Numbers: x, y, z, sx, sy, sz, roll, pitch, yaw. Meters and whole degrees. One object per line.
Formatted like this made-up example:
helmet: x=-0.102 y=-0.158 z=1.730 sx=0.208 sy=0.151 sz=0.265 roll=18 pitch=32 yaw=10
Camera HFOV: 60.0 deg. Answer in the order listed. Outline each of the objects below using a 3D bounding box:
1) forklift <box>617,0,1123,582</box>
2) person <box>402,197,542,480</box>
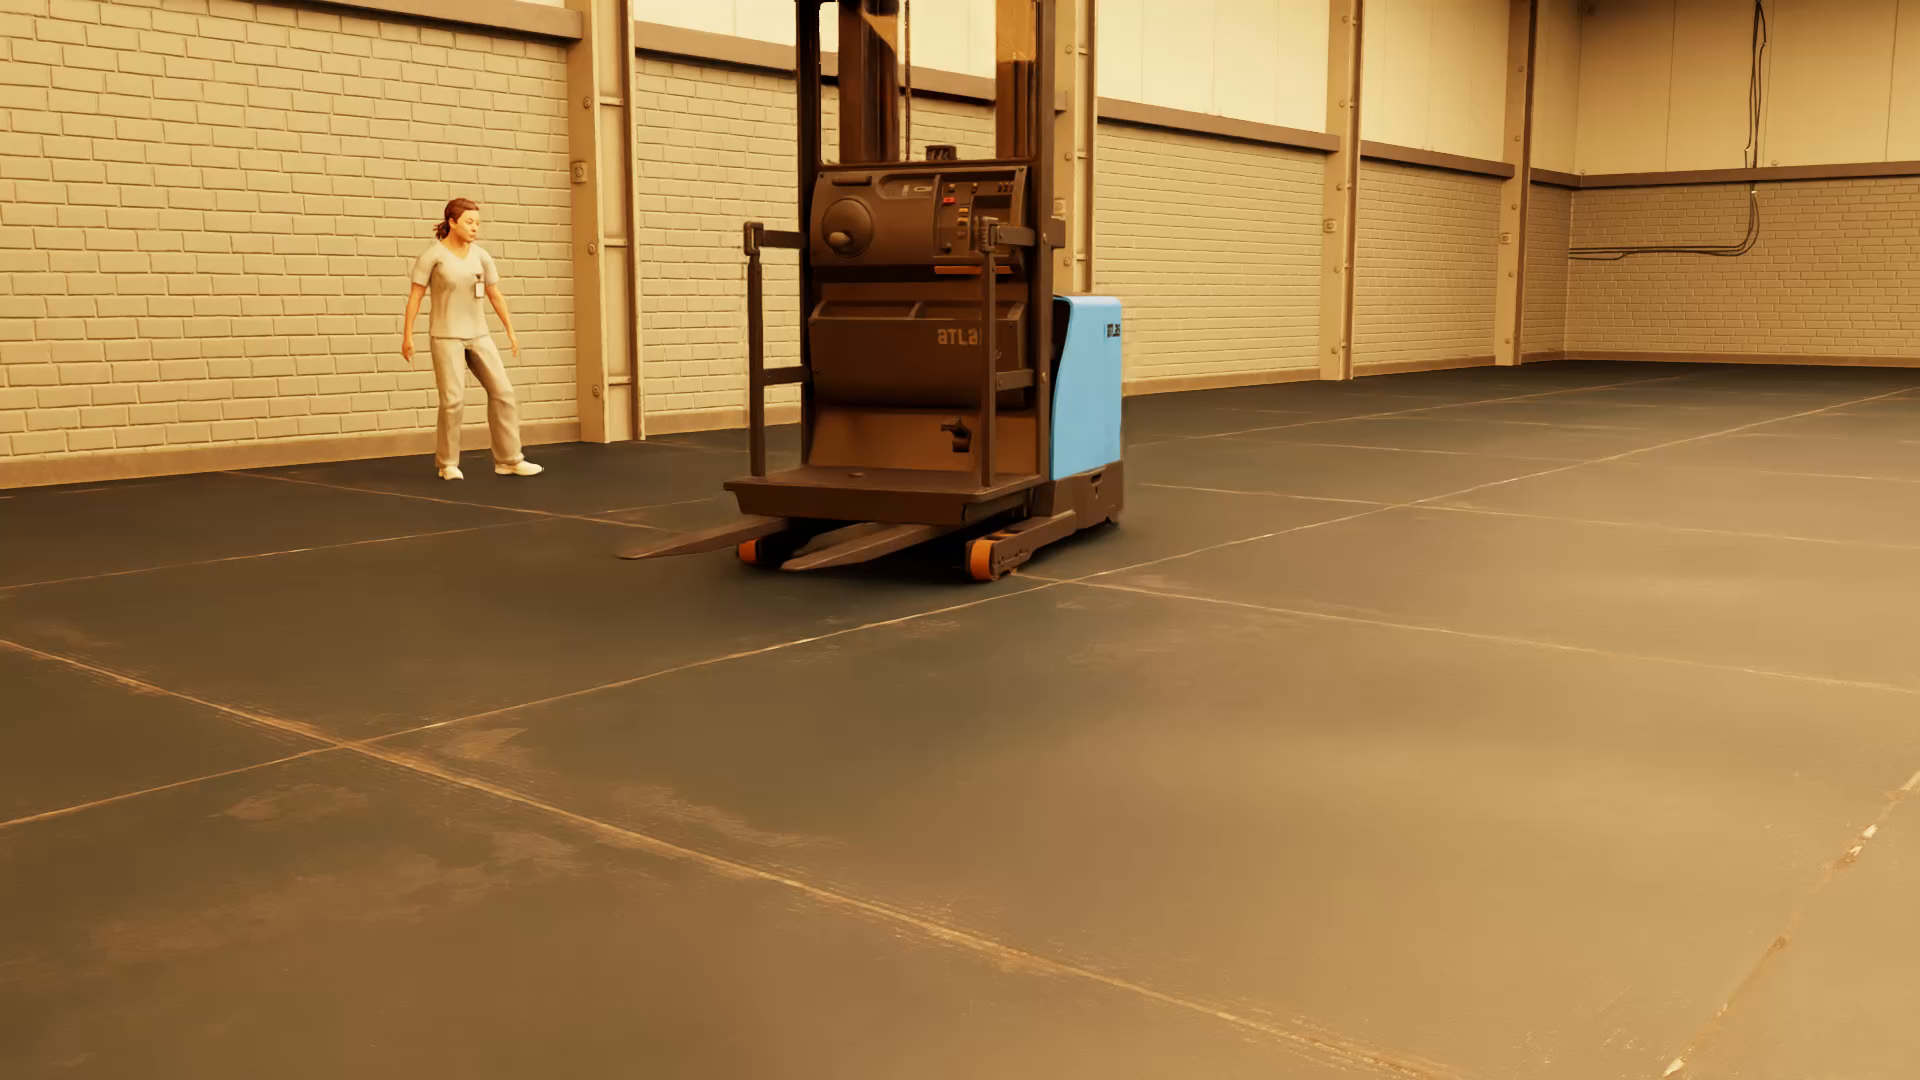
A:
forklift: x=-0.253 y=-1.358 z=6.565 sx=1.130 sy=2.935 sz=3.031 roll=3 pitch=9 yaw=22
person: x=-2.919 y=-1.189 z=9.858 sx=0.749 sy=1.647 sz=0.365 roll=-7 pitch=11 yaw=-42
